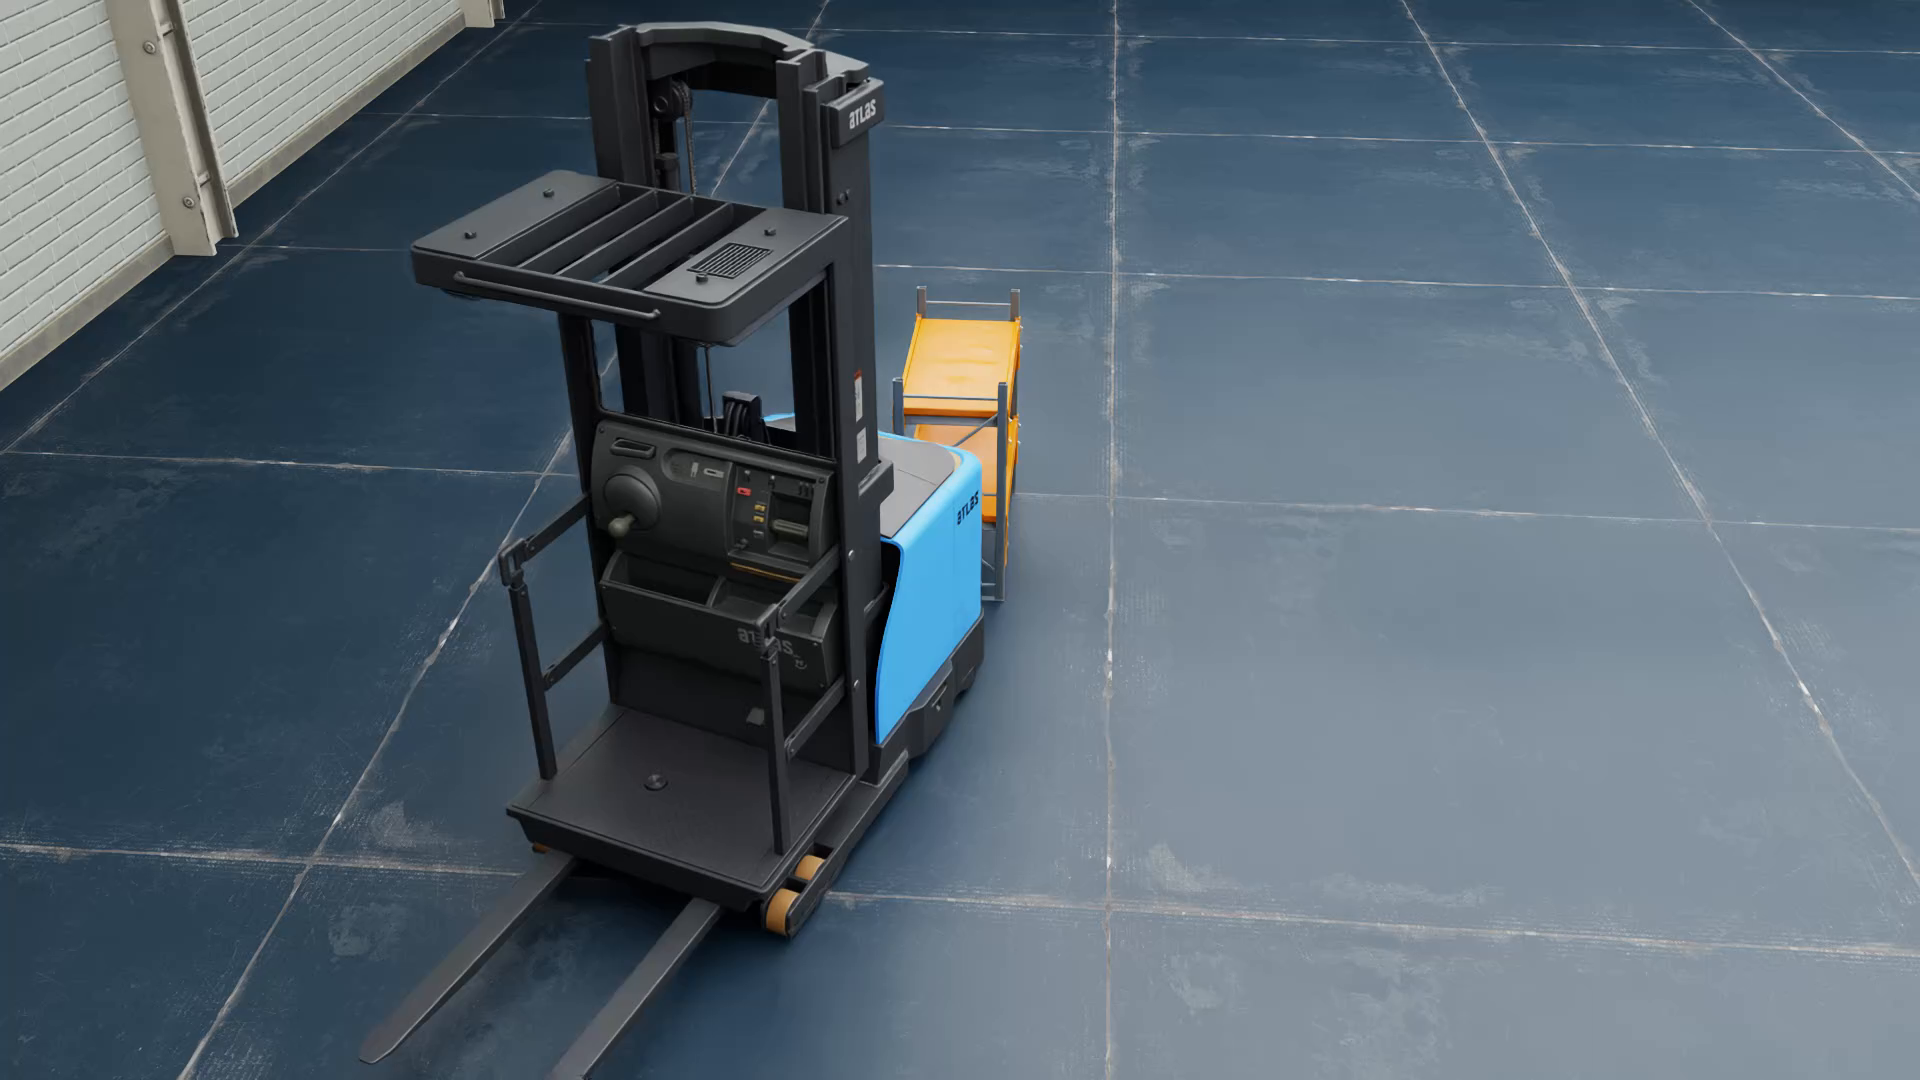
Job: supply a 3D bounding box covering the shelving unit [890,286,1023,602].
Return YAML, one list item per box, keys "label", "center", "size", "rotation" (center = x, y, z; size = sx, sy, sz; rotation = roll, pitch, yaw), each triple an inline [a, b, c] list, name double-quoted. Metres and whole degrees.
- label: "shelving unit"
  center: [-0.001, -0.475, 7.949]
  size: [0.538, 1.125, 1.048]
  rotation: [2, 32, 4]

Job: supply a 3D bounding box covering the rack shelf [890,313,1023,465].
- label: "rack shelf"
  center: [-0.001, -0.725, 7.796]
  size: [0.538, 0.278, 1.000]
  rotation: [2, 32, 4]

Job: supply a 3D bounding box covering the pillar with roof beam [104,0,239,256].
- label: "pillar with roof beam"
  center: [-0.973, -5.708, 8.935]
  size: [9.100, 9.000, 0.400]
  rotation: [2, 32, 4]

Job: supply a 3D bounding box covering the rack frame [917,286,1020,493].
- label: "rack frame"
  center: [0.041, -0.741, 8.380]
  size: [0.500, 1.125, 0.032]
  rotation: [2, 32, 4]

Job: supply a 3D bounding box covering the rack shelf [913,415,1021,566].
- label: "rack shelf"
  center: [-0.001, -0.267, 8.077]
  size: [0.538, 0.278, 1.000]
  rotation: [2, 32, 4]

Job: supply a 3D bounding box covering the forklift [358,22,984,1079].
- label: "forklift"
  center: [-0.961, -0.091, 5.604]
  size: [1.130, 2.935, 3.031]
  rotation: [13, 34, 20]

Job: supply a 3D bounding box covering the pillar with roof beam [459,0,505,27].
- label: "pillar with roof beam"
  center: [-0.485, -8.845, 14.026]
  size: [9.100, 9.000, 0.400]
  rotation: [2, 32, 4]

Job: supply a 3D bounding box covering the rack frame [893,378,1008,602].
- label: "rack frame"
  center: [-0.042, -0.210, 7.518]
  size: [0.500, 1.125, 0.032]
  rotation: [2, 32, 4]
